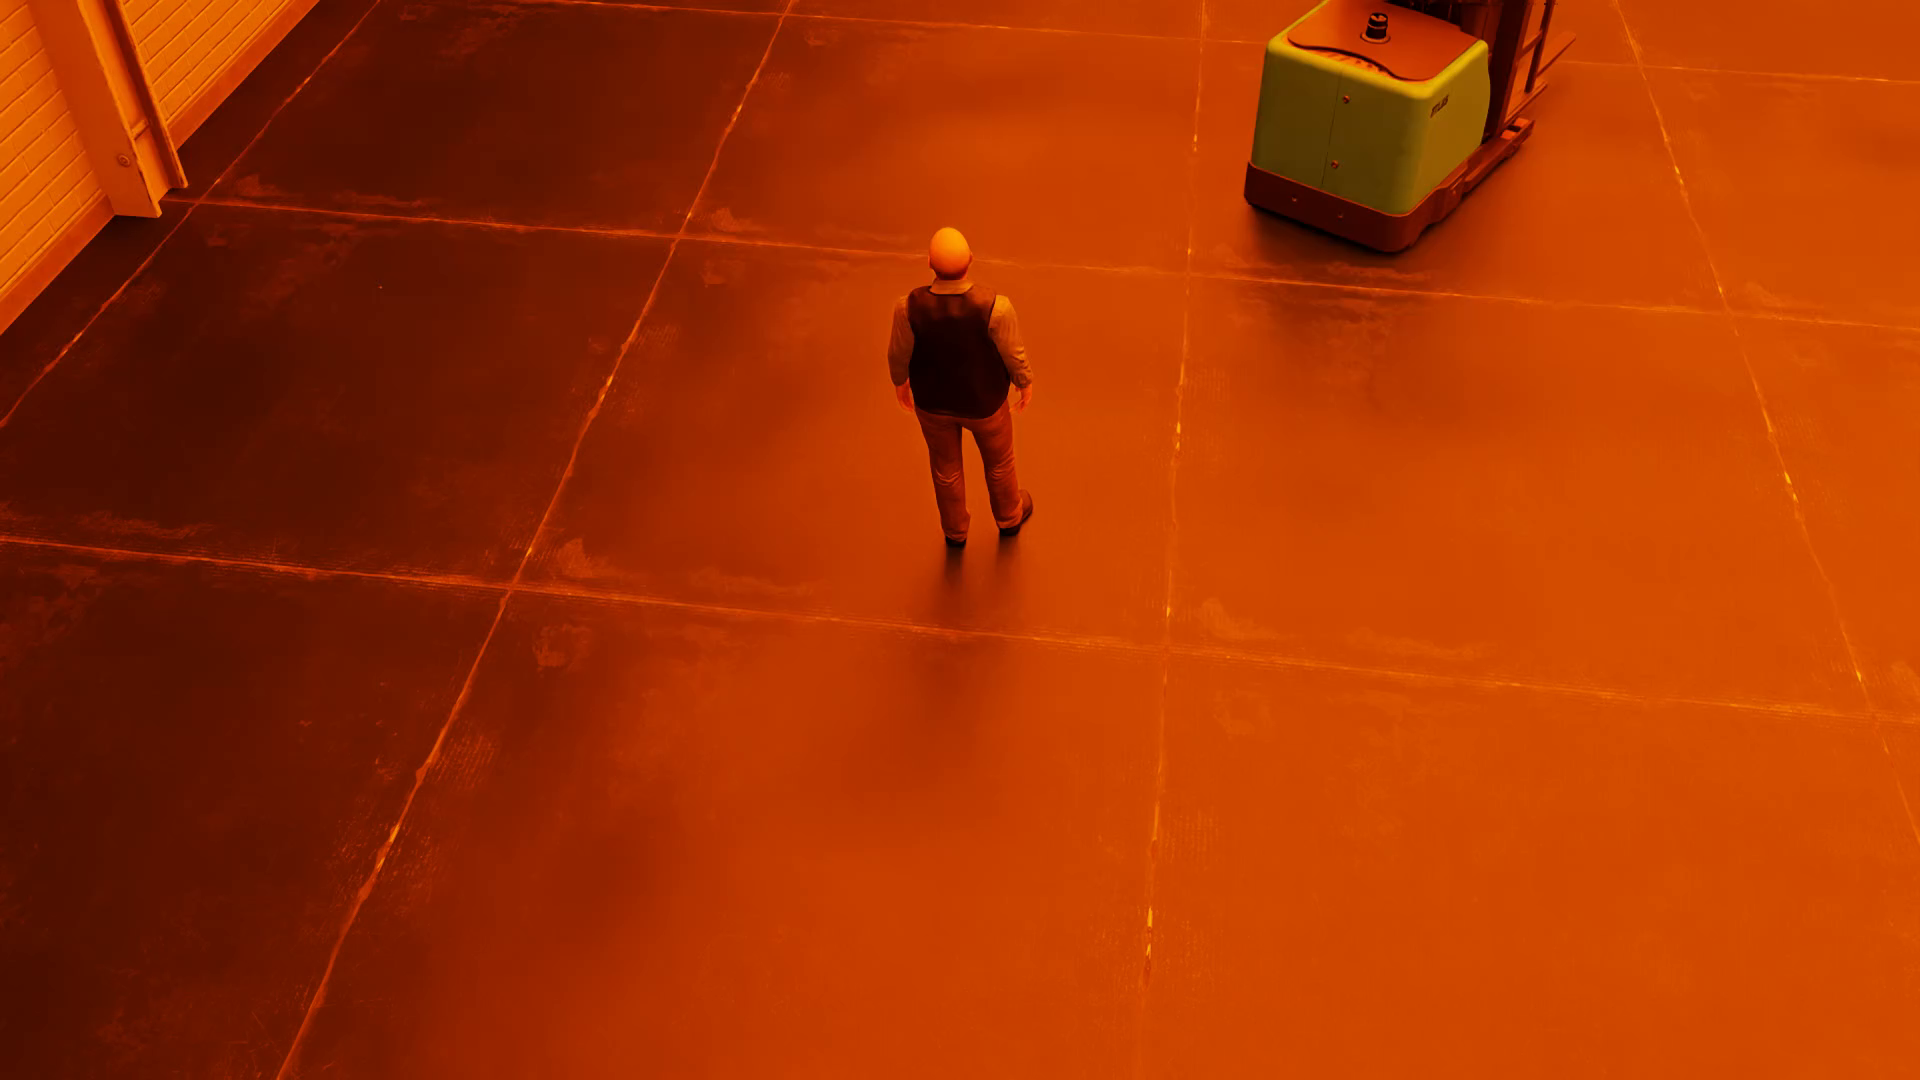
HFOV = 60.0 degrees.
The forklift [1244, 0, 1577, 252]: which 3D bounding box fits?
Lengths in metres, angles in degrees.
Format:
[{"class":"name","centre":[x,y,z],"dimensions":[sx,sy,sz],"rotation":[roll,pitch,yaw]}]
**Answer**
[{"class":"forklift","centre":[3.009,-3.686,9.736],"dimensions":[1.130,2.935,3.031],"rotation":[27,49,27]}]

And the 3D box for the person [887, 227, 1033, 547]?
[{"class":"person","centre":[0.016,-0.680,7.348],"dimensions":[0.632,1.720,0.568],"rotation":[5,43,6]}]
